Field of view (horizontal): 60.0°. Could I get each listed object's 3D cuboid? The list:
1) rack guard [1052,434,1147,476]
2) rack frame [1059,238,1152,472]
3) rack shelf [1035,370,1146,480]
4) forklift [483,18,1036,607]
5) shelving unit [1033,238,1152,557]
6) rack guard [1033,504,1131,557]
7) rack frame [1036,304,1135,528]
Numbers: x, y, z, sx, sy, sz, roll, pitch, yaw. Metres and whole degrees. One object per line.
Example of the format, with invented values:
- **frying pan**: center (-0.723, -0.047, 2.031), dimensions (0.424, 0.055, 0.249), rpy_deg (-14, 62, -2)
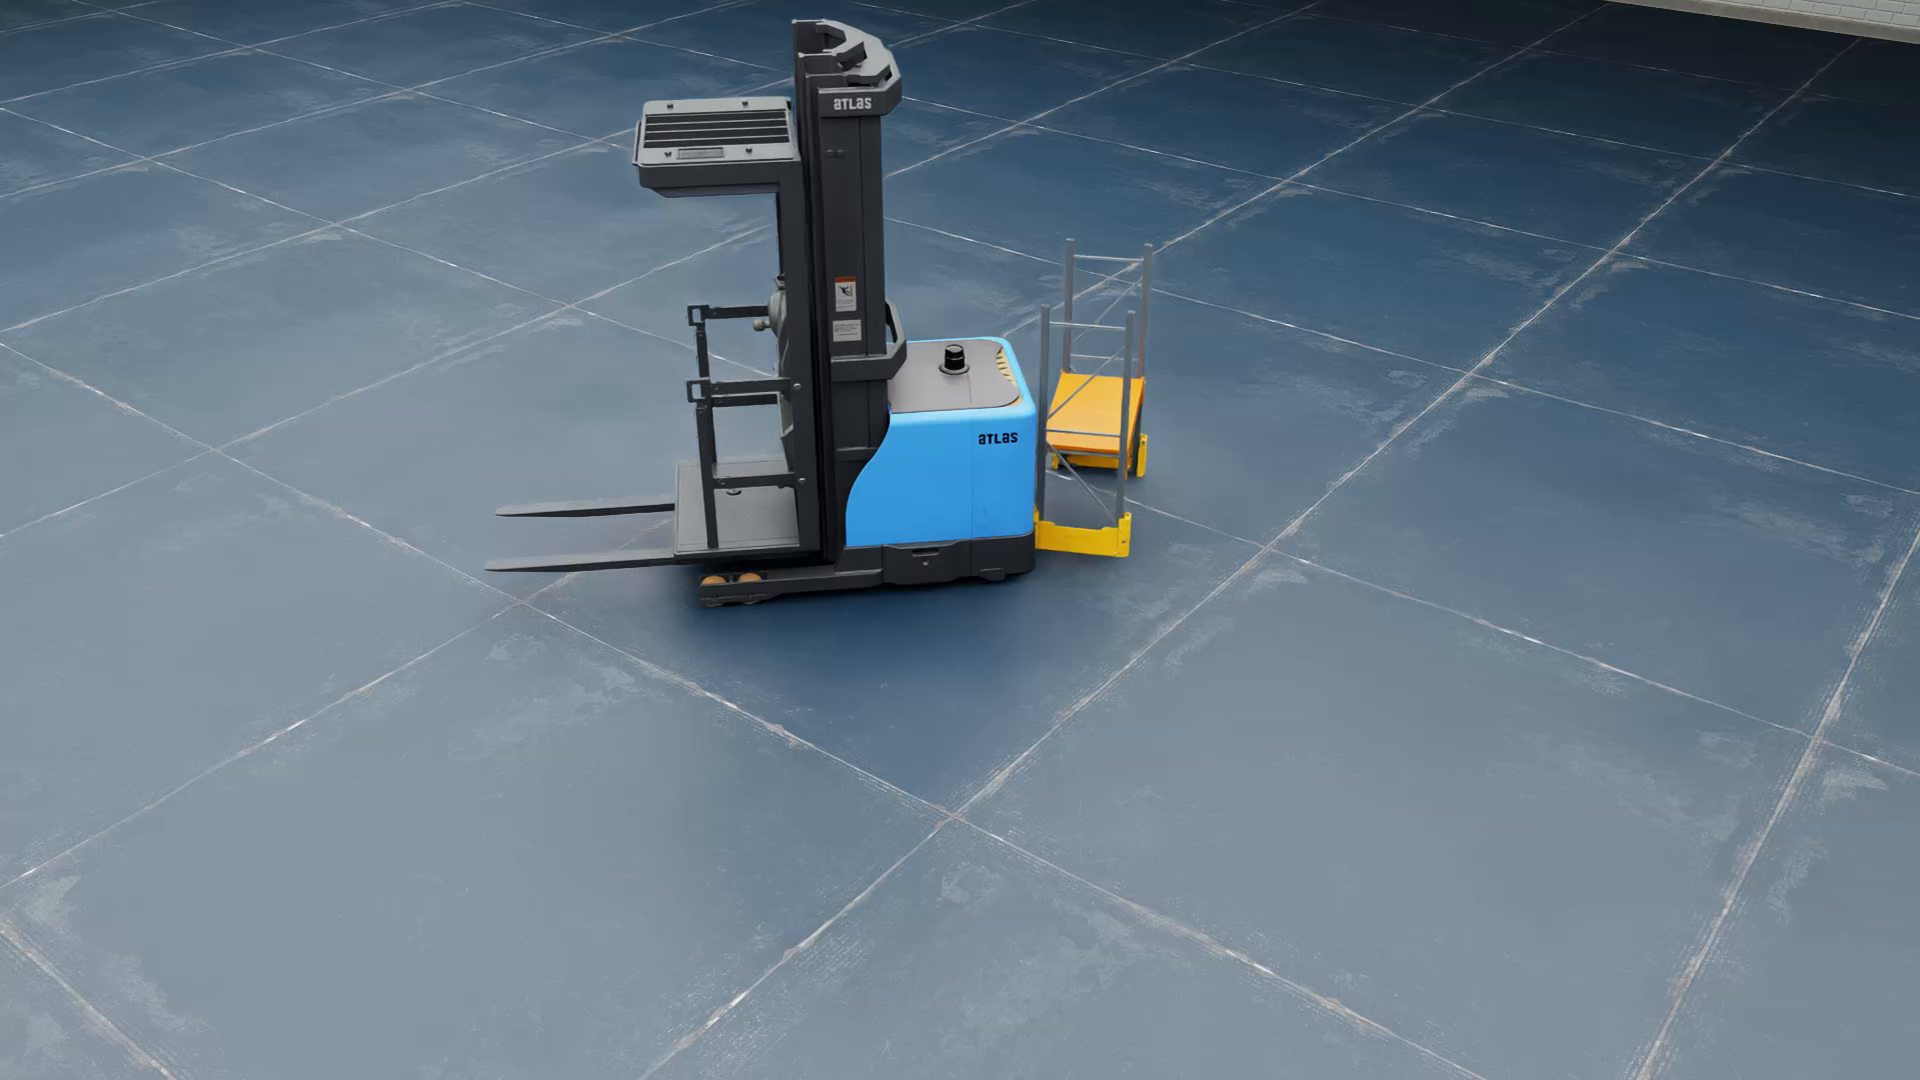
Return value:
- **rack guard**: center (0.873, -0.555, 10.442), dimensions (0.587, 0.250, 0.087), rpy_deg (6, 31, 9)
- **rack frame**: center (0.876, -1.103, 10.139), dimensions (0.500, 1.500, 0.032), rpy_deg (6, 31, 9)
- **rack shelf**: center (0.781, -0.693, 9.801), dimensions (0.538, 0.185, 1.000), rpy_deg (6, 31, 9)
- **forklift**: center (-1.137, -1.182, 8.870), dimensions (3.031, 2.935, 1.130), rpy_deg (-4, 31, -7)
- **shelving unit**: center (0.779, -0.843, 9.702), dimensions (0.587, 1.500, 1.083), rpy_deg (6, 31, 9)
- **rack guard**: center (0.686, -0.056, 9.600), dimensions (0.587, 0.250, 0.087), rpy_deg (6, 31, 9)
- **rack frame**: center (0.686, -0.593, 9.280), dimensions (0.500, 1.500, 0.032), rpy_deg (6, 31, 9)
